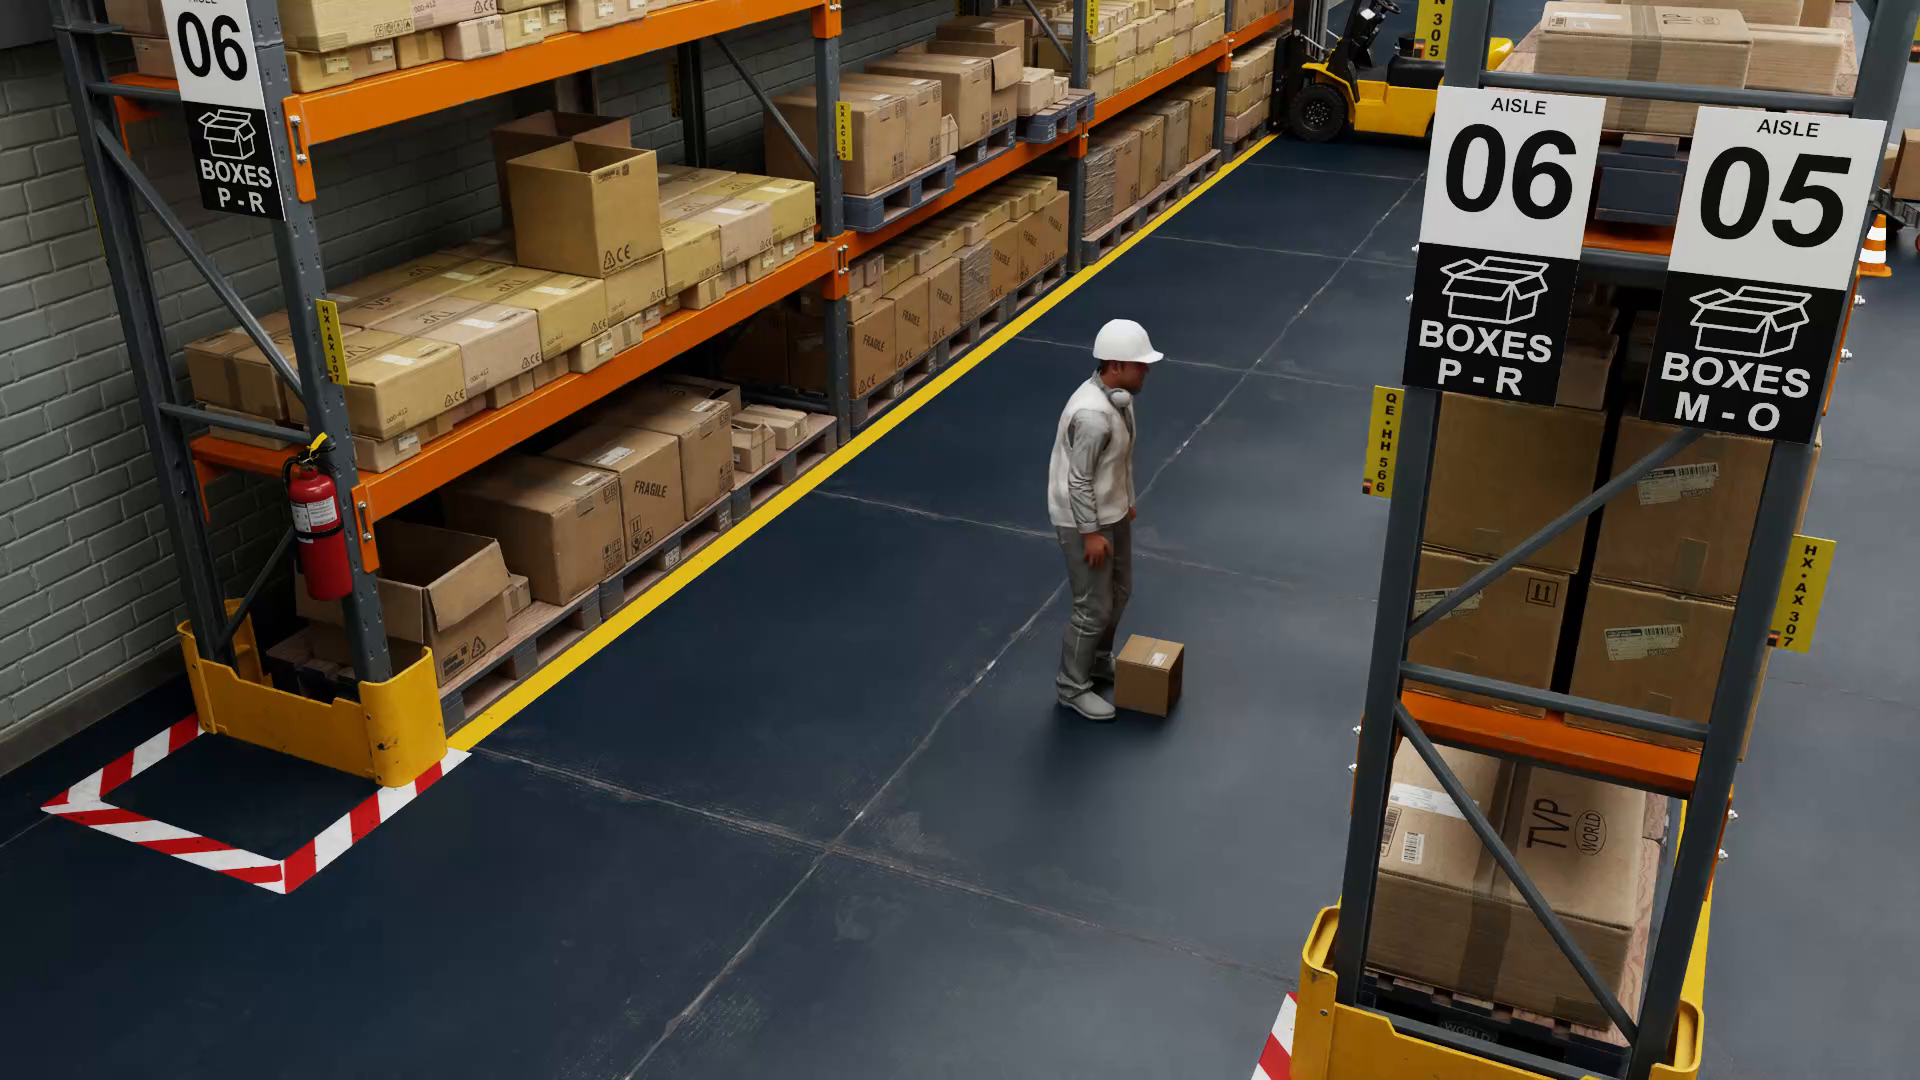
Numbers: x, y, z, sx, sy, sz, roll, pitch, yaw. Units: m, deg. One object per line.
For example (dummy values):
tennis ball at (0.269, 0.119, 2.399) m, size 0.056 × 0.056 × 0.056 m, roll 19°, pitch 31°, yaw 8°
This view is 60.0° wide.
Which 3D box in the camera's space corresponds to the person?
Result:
person at (0.623, -0.117, 7.320) m, size 0.457 × 1.773 × 0.592 m, roll 10°, pitch 28°, yaw 20°
